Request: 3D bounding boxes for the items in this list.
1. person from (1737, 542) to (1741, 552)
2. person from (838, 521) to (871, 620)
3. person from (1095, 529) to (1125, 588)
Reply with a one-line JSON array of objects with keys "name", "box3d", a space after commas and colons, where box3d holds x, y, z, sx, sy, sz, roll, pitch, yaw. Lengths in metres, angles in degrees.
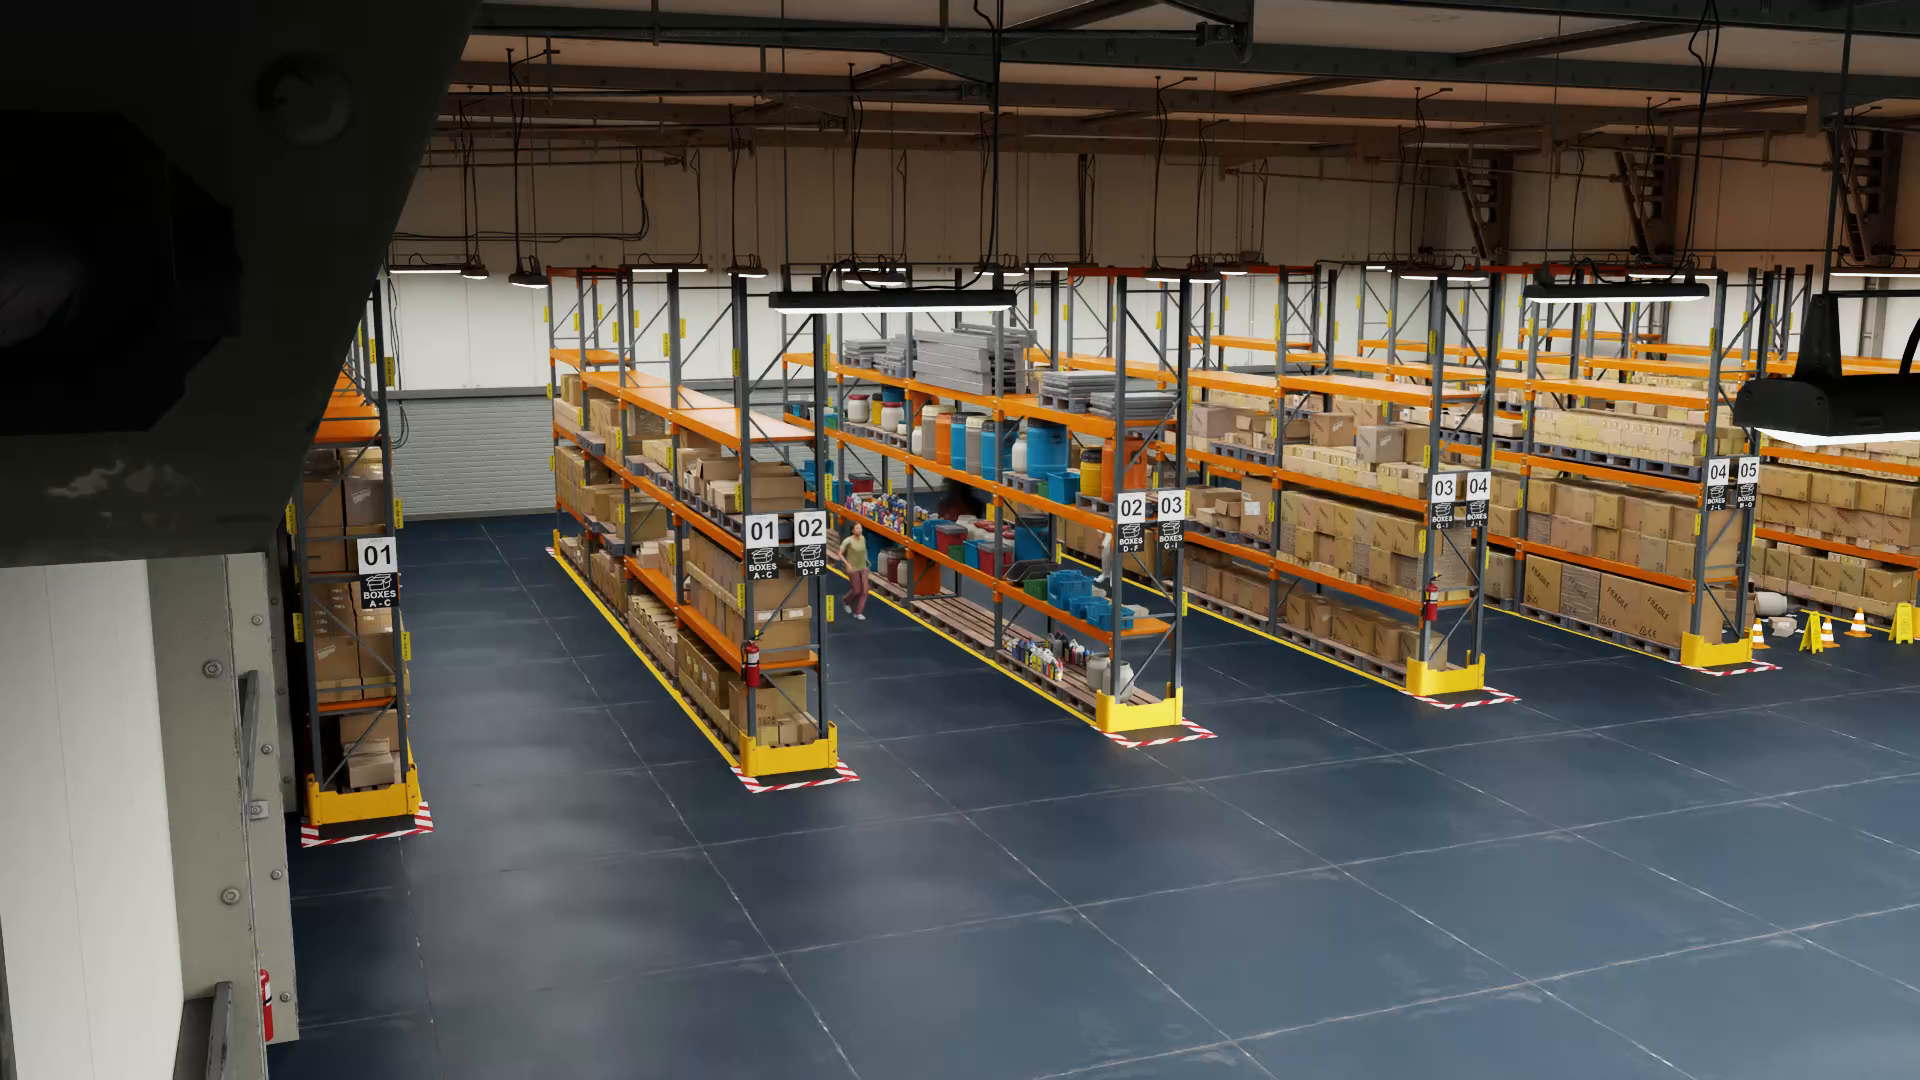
[{"name": "person", "box3d": [15.769, -0.204, 33.689, 0.575, 1.431, 0.806, -8, 13, -39]}, {"name": "person", "box3d": [-1.735, 0.485, 27.513, 0.591, 1.631, 0.609, -7, 12, -35]}, {"name": "person", "box3d": [2.852, -0.030, 30.255, 0.784, 1.807, 0.488, 3, 10, 17]}]
